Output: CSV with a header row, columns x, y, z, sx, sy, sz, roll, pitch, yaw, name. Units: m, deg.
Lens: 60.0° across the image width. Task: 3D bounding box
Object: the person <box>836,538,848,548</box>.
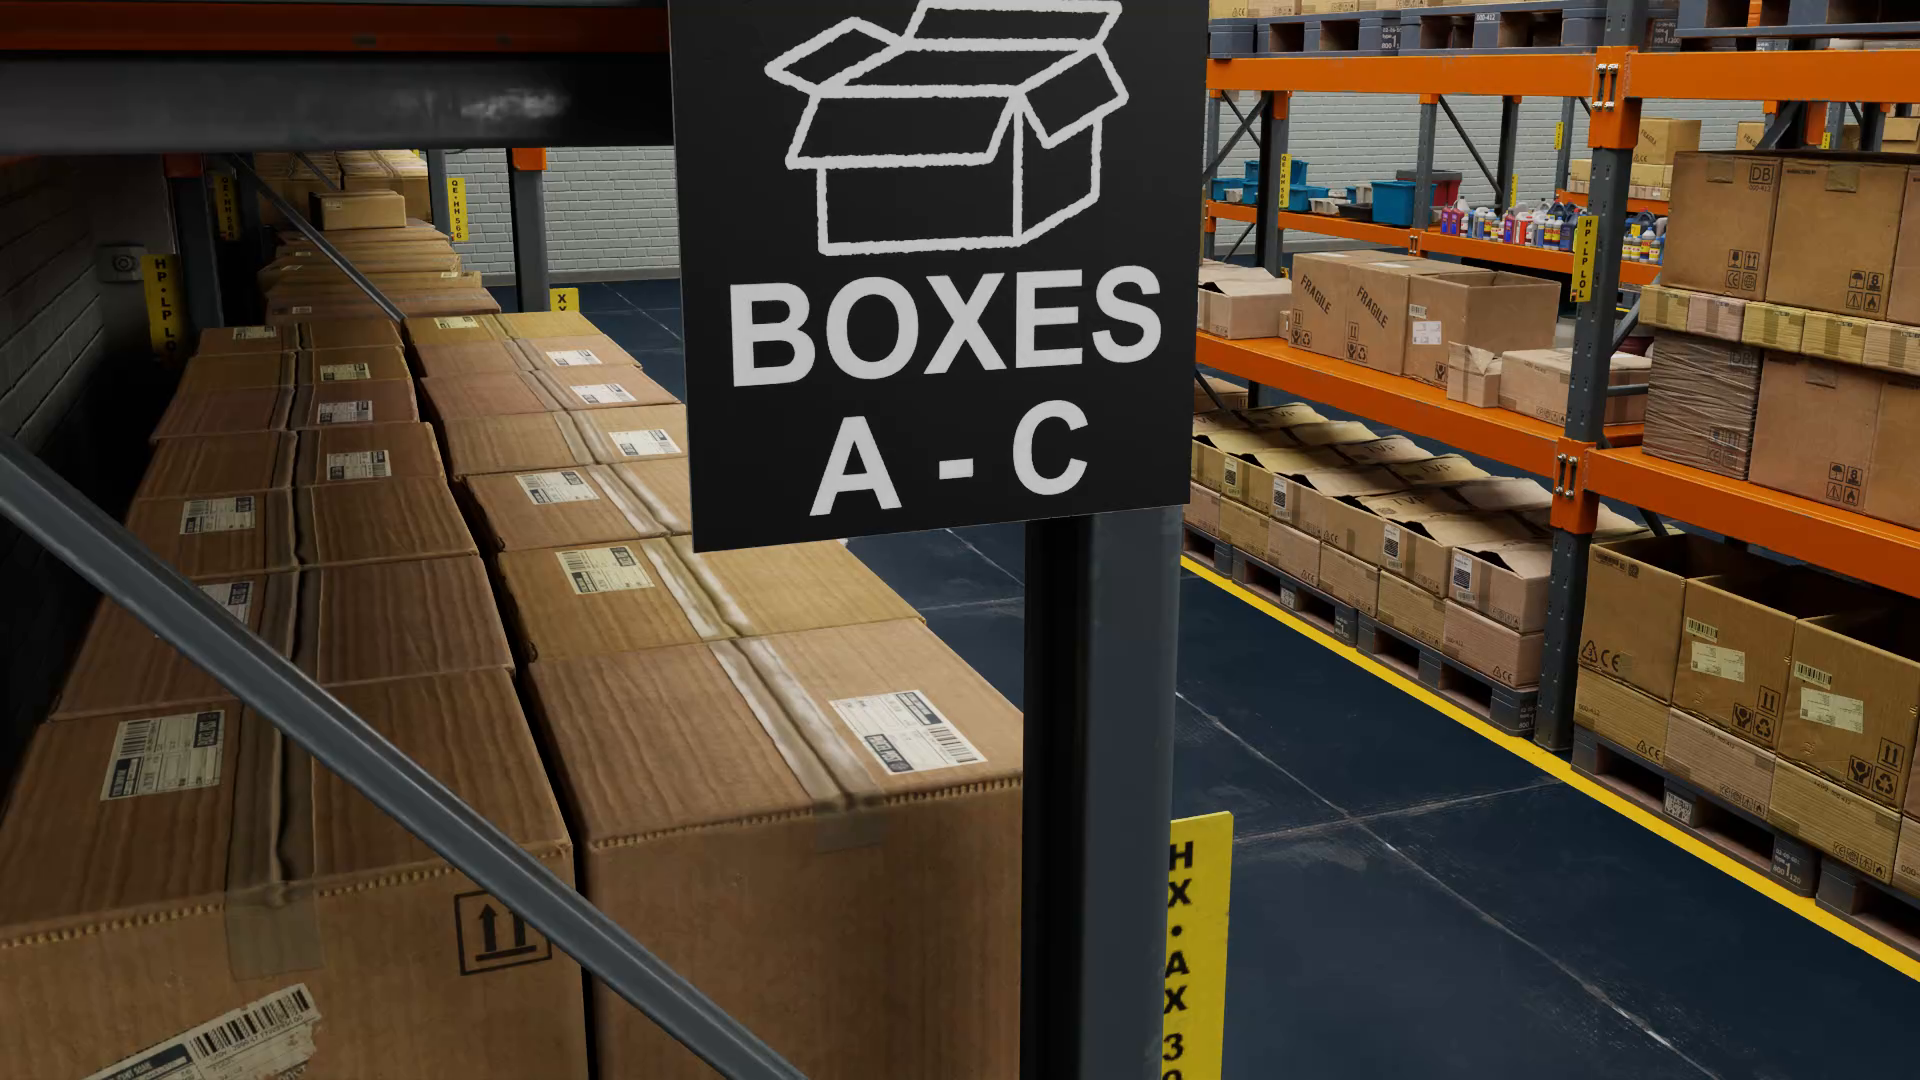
x,y,z,sx,sy,sz,roll,pitch,yaw,name
-0.697,0.119,6.526,0.514,1.703,0.527,11,19,35,person
